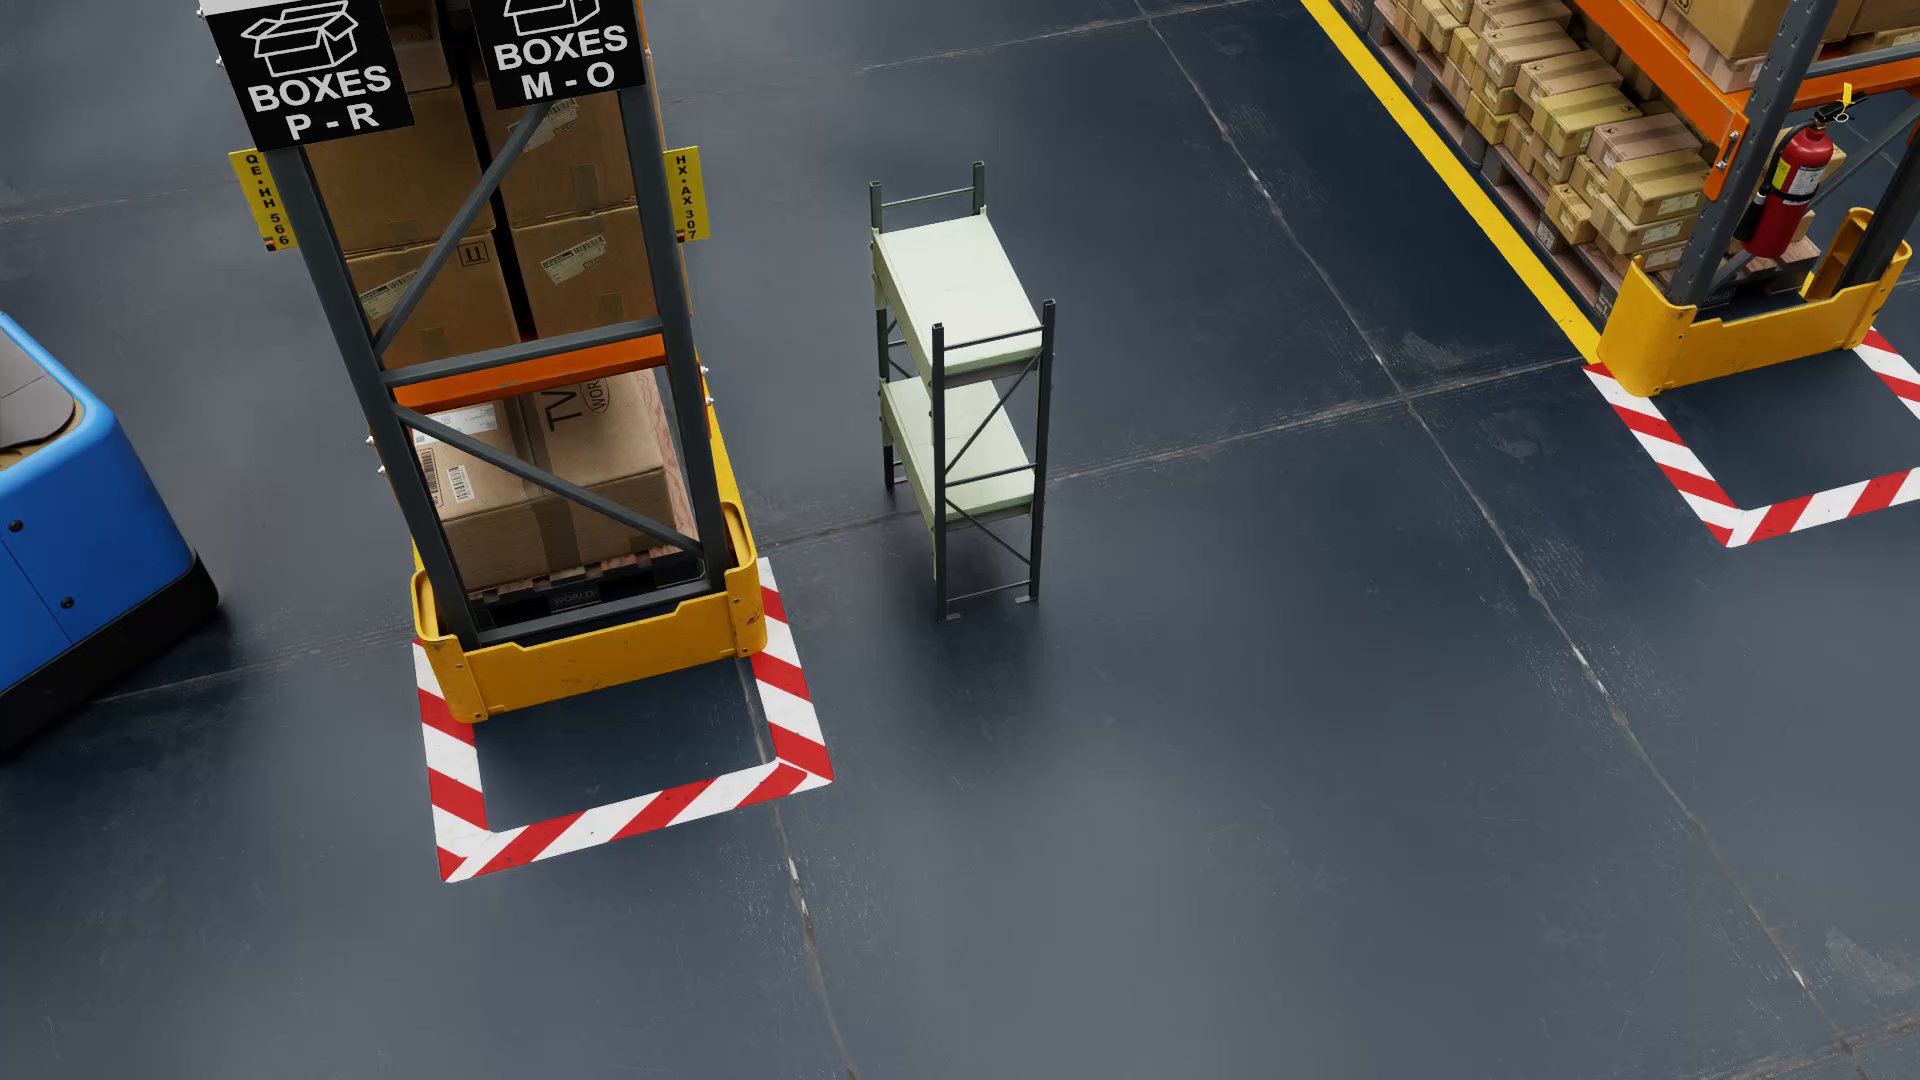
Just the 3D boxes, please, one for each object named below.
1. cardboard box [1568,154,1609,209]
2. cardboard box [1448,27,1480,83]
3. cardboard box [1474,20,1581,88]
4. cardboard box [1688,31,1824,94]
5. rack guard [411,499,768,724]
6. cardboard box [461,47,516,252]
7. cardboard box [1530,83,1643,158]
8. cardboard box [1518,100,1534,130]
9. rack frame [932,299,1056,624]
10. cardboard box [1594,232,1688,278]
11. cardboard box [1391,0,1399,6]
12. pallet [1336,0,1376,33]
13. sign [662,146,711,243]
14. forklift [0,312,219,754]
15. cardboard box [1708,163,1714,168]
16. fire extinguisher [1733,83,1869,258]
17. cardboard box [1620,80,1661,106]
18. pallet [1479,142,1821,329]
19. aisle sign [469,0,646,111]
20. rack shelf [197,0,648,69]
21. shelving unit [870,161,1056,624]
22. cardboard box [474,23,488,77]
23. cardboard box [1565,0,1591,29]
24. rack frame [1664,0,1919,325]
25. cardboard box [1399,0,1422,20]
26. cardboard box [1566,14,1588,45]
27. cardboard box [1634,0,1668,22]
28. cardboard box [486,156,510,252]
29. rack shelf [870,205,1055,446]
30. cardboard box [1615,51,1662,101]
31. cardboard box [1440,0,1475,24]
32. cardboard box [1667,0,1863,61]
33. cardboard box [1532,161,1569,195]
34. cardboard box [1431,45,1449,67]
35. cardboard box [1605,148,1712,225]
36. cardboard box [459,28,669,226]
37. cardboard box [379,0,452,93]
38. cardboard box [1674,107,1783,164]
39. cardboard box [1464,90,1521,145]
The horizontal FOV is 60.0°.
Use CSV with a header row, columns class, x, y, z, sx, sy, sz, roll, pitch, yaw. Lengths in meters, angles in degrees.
class,x,y,z,sx,sy,sz,roll,pitch,yaw
cardboard box,2.925,-1.596,7.319,0.380,0.149,0.250,-14,51,-12
cardboard box,2.572,-2.339,7.945,0.380,0.149,0.250,-11,51,-9
cardboard box,2.615,-2.242,7.668,0.380,0.149,0.250,-12,51,-10
cardboard box,3.014,-1.853,6.304,0.380,0.149,0.250,-13,51,-11
rack guard,-1.312,0.256,5.997,1.175,0.500,0.348,-13,51,-11
cardboard box,-1.363,-1.378,5.674,0.500,0.500,0.500,-14,51,-11
cardboard box,2.764,-1.855,7.342,0.380,0.149,0.250,-14,51,-12
cardboard box,2.815,-1.992,7.652,0.380,0.149,0.250,-14,51,-11
rack frame,0.106,-0.221,5.745,0.400,1.500,0.023,-13,51,-11
cardboard box,3.025,-1.314,7.275,0.380,0.149,0.250,-13,51,-10
cardboard box,2.435,-2.833,8.556,0.380,0.149,0.250,-15,52,-13
pallet,2.429,-3.300,9.184,1.003,0.211,1.213,-13,51,-11
sign,-0.787,-0.993,4.797,0.100,0.325,0.005,-13,51,-11
forklift,-4.219,-1.145,5.588,3.031,2.935,1.130,35,58,26
cardboard box,3.443,-1.726,7.428,0.380,0.149,0.250,-14,51,-11
fire extinguisher,3.014,-1.327,5.991,0.296,0.674,0.183,-13,51,-11
cardboard box,3.314,-2.097,7.741,0.380,0.149,0.250,-12,51,-10
pallet,3.151,-1.518,7.681,1.003,0.211,1.213,-13,51,-11
aisle sign,-1.020,-1.418,4.073,0.394,0.787,0.004,-13,51,-11
rack shelf,-1.910,-2.763,5.415,1.077,0.370,4.000,-13,51,-11
shelving unit,-0.002,-0.488,5.970,0.431,1.500,0.755,-13,51,-11
cardboard box,-1.159,-1.452,4.659,0.380,0.149,0.250,-12,51,-10
cardboard box,3.141,-2.584,7.957,0.380,0.149,0.250,-13,51,-10
rack frame,3.380,-1.760,6.062,1.000,3.000,0.127,-13,51,-11
cardboard box,2.416,-2.720,8.266,0.380,0.149,0.250,-14,51,-11
cardboard box,3.025,-2.458,8.045,0.380,0.149,0.250,-11,51,-9
cardboard box,2.887,-2.223,6.616,0.380,0.149,0.250,-14,51,-11
cardboard box,-1.848,-1.262,5.576,0.500,0.500,0.500,-14,51,-12
rack shelf,-0.002,-0.740,5.672,0.431,0.370,0.720,-13,51,-11
cardboard box,3.249,-2.177,7.614,0.380,0.149,0.250,-16,52,-13
cardboard box,2.539,-2.644,8.008,0.380,0.149,0.250,-13,51,-11
cardboard box,3.001,-2.158,6.137,0.500,0.500,0.500,-12,51,-10
cardboard box,2.856,-1.691,7.593,0.380,0.149,0.250,-14,51,-11
cardboard box,2.571,-2.446,8.230,0.380,0.149,0.250,-12,51,-10
cardboard box,2.981,-1.498,7.041,0.380,0.149,0.250,-13,51,-11
cardboard box,-1.189,-1.336,4.985,0.500,0.500,0.500,-14,51,-12
cardboard box,-1.616,-1.347,4.570,0.380,0.149,0.250,-13,51,-10
cardboard box,3.353,-1.802,7.298,0.380,0.149,0.250,-12,51,-10
cardboard box,2.636,-2.041,7.888,0.380,0.149,0.250,-15,52,-13
